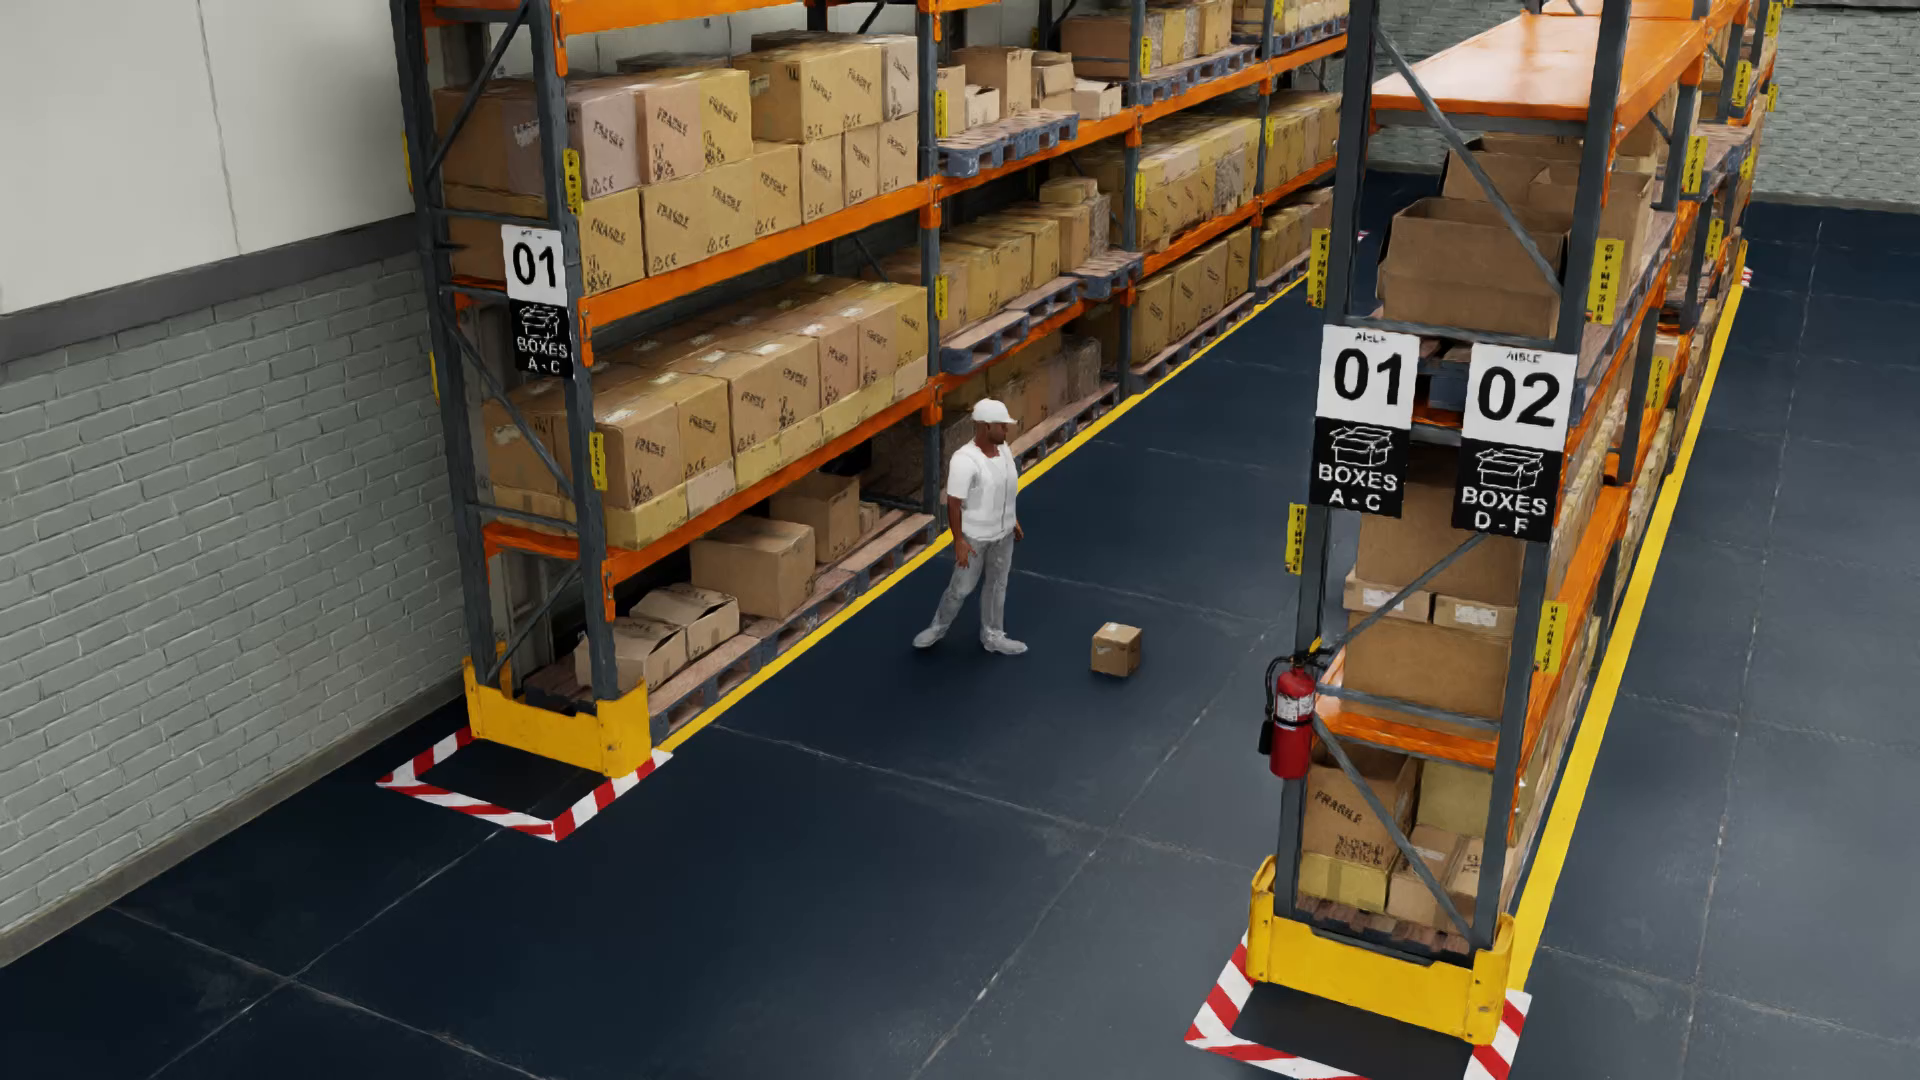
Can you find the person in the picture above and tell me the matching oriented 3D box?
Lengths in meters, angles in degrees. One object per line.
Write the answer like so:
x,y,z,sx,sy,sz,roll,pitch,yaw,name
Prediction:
0.101,-0.070,10.890,0.600,1.770,0.726,20,30,40,person
